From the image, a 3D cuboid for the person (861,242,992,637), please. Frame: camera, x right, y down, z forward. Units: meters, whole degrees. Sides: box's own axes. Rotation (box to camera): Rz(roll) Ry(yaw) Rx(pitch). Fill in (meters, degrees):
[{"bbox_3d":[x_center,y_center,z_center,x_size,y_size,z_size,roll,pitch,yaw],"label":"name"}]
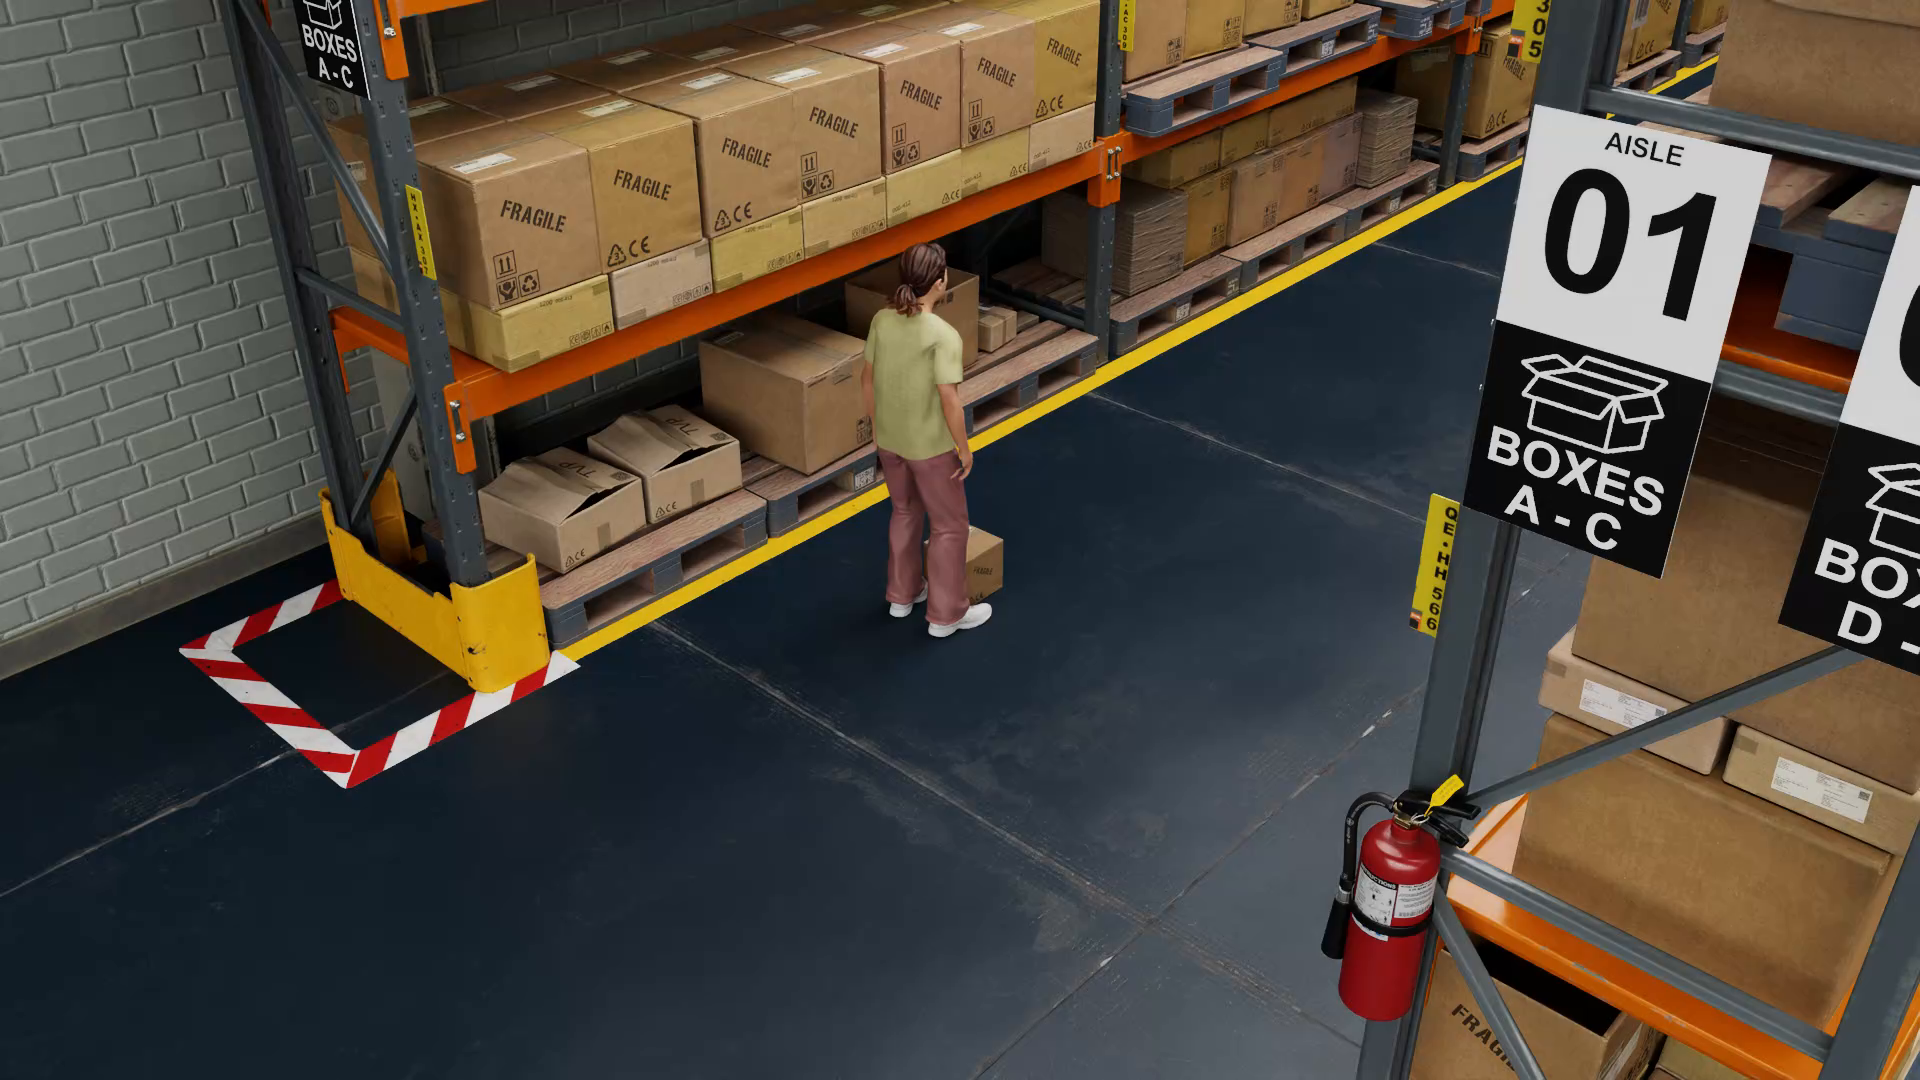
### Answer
[{"bbox_3d":[-0.150,-0.400,6.792,0.520,1.671,0.366,23,38,32],"label":"person"}]
